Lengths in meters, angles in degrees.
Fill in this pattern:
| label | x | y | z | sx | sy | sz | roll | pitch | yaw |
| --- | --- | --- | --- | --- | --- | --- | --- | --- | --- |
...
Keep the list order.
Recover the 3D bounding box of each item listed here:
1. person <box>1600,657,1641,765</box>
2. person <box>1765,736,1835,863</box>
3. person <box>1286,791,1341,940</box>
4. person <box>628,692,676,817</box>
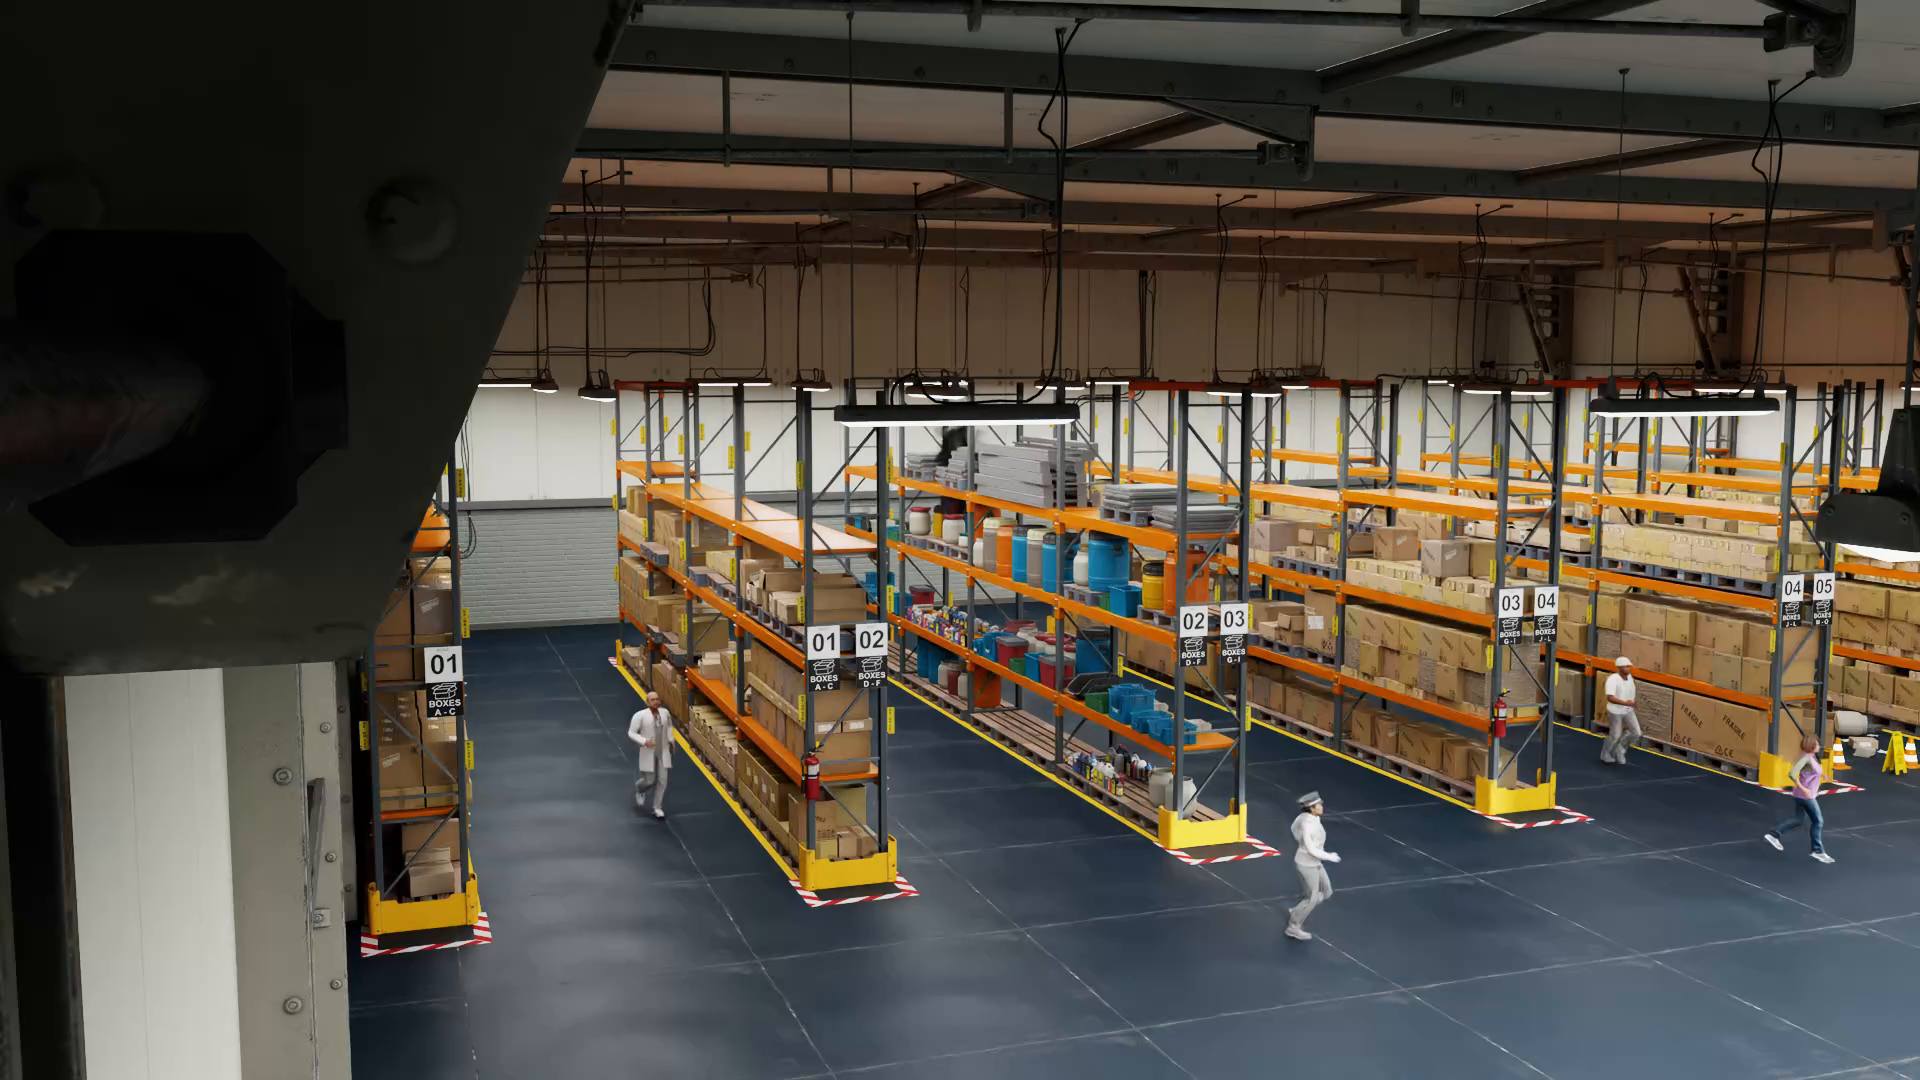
| label | x | y | z | sx | sy | sz | roll | pitch | yaw |
| --- | --- | --- | --- | --- | --- | --- | --- | --- | --- |
| person | 10.420 | 2.695 | 26.143 | 0.674 | 1.737 | 0.757 | -3 | 7 | -25 |
| person | 10.777 | 3.290 | 21.284 | 0.819 | 1.607 | 0.525 | 3 | 7 | 23 |
| person | 3.897 | 3.570 | 18.323 | 0.575 | 1.652 | 0.644 | 1 | 6 | 11 |
| person | -4.327 | 2.992 | 23.408 | 0.709 | 1.735 | 0.757 | -4 | 7 | -34 |
